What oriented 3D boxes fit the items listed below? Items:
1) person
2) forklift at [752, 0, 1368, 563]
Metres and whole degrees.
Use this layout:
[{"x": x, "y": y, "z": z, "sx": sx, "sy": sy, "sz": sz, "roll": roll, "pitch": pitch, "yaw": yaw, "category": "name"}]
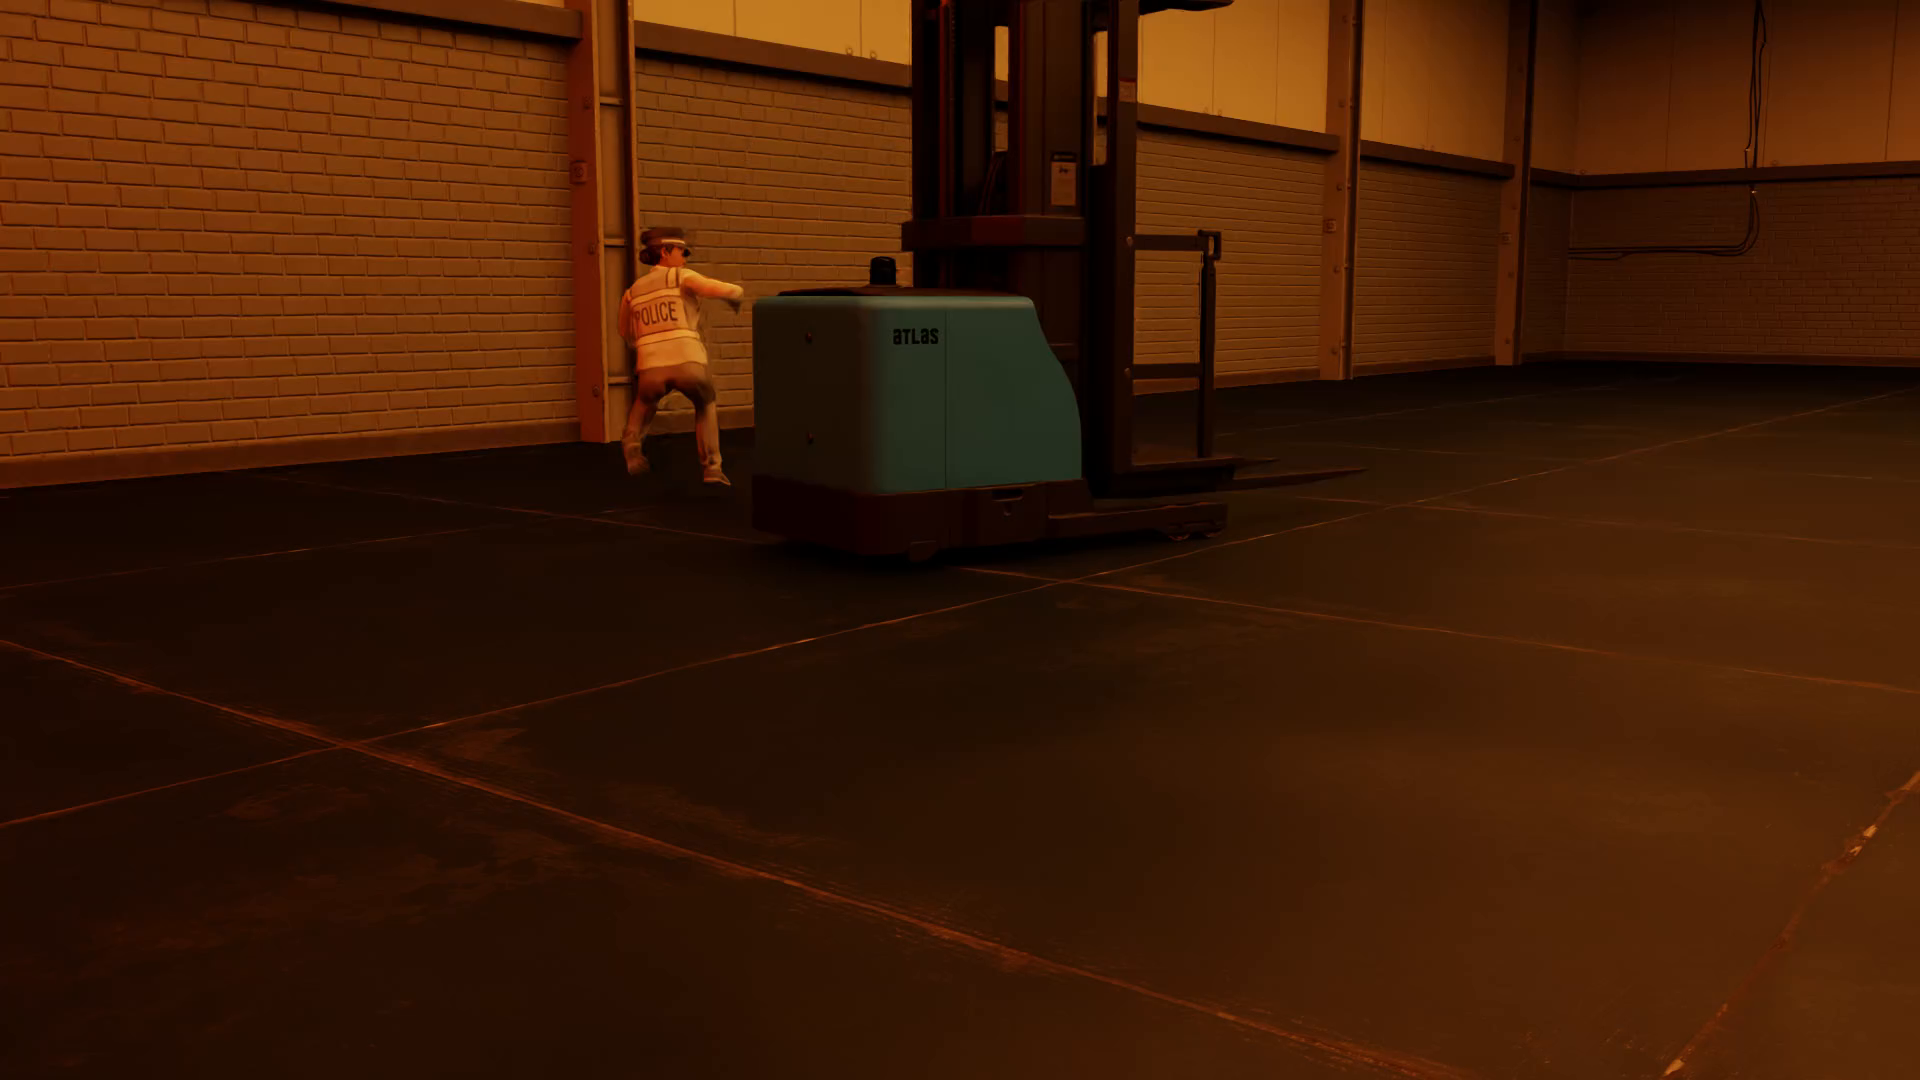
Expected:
[{"x": -1.475, "y": -0.962, "z": 8.864, "sx": 0.740, "sy": 1.388, "sz": 0.869, "roll": 1, "pitch": 8, "yaw": 5, "category": "person"}, {"x": 0.598, "y": -1.500, "z": 7.531, "sx": 3.031, "sy": 2.935, "sz": 1.130, "roll": -6, "pitch": 10, "yaw": -34, "category": "forklift"}]
